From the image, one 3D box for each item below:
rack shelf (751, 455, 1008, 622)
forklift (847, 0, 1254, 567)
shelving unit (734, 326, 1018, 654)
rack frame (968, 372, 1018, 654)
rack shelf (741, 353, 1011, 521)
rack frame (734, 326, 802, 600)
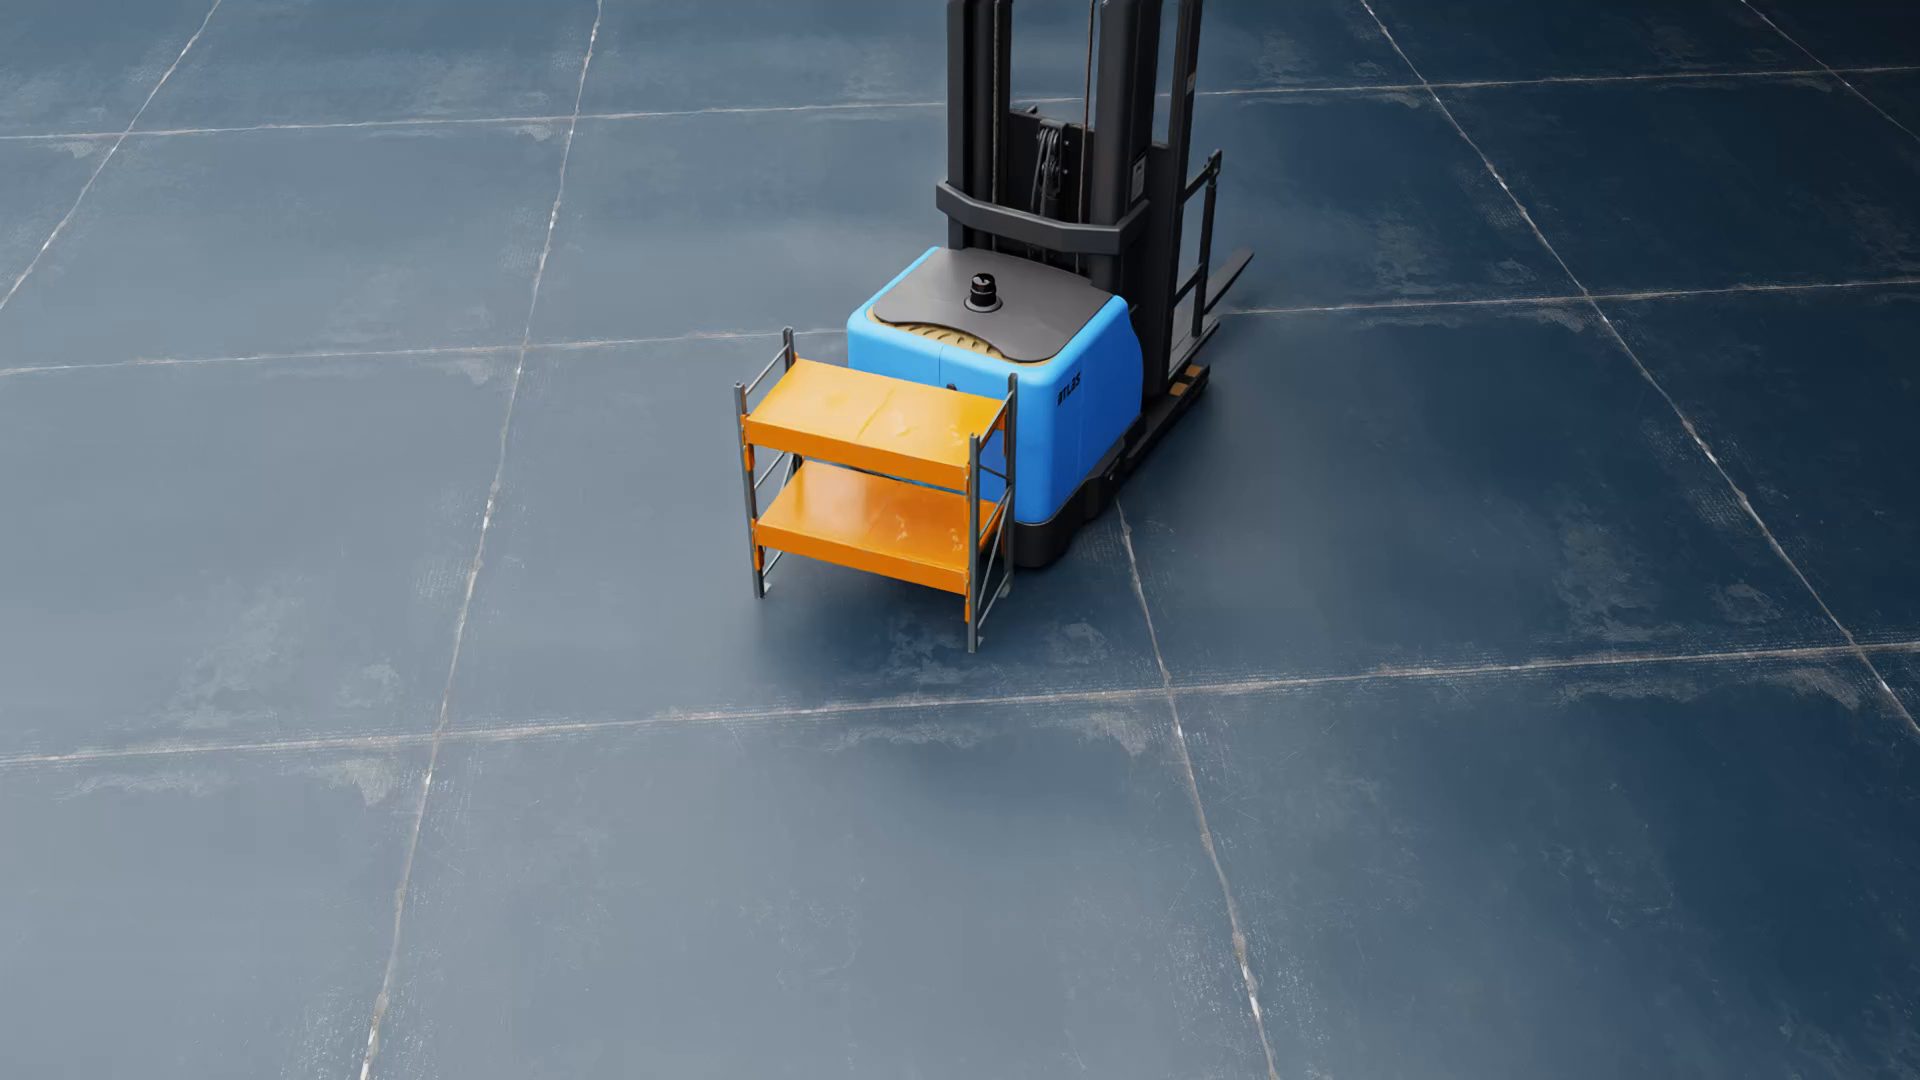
[{"bbox_3d":[-0.339,-0.019,7.260,1.000,0.278,0.538,13,40,16],"label":"rack shelf"},{"bbox_3d":[0.649,-1.923,7.821,1.130,2.935,3.031,19,42,23],"label":"forklift"},{"bbox_3d":[-0.339,-0.211,7.109,1.048,1.125,0.538,13,40,16],"label":"shelving unit"},{"bbox_3d":[0.137,-0.100,6.968,0.032,1.125,0.500,13,40,16],"label":"rack frame"},{"bbox_3d":[-0.339,-0.440,6.928,1.000,0.278,0.538,13,40,16],"label":"rack shelf"},{"bbox_3d":[-0.814,-0.322,7.250,0.032,1.125,0.500,13,40,16],"label":"rack frame"}]
